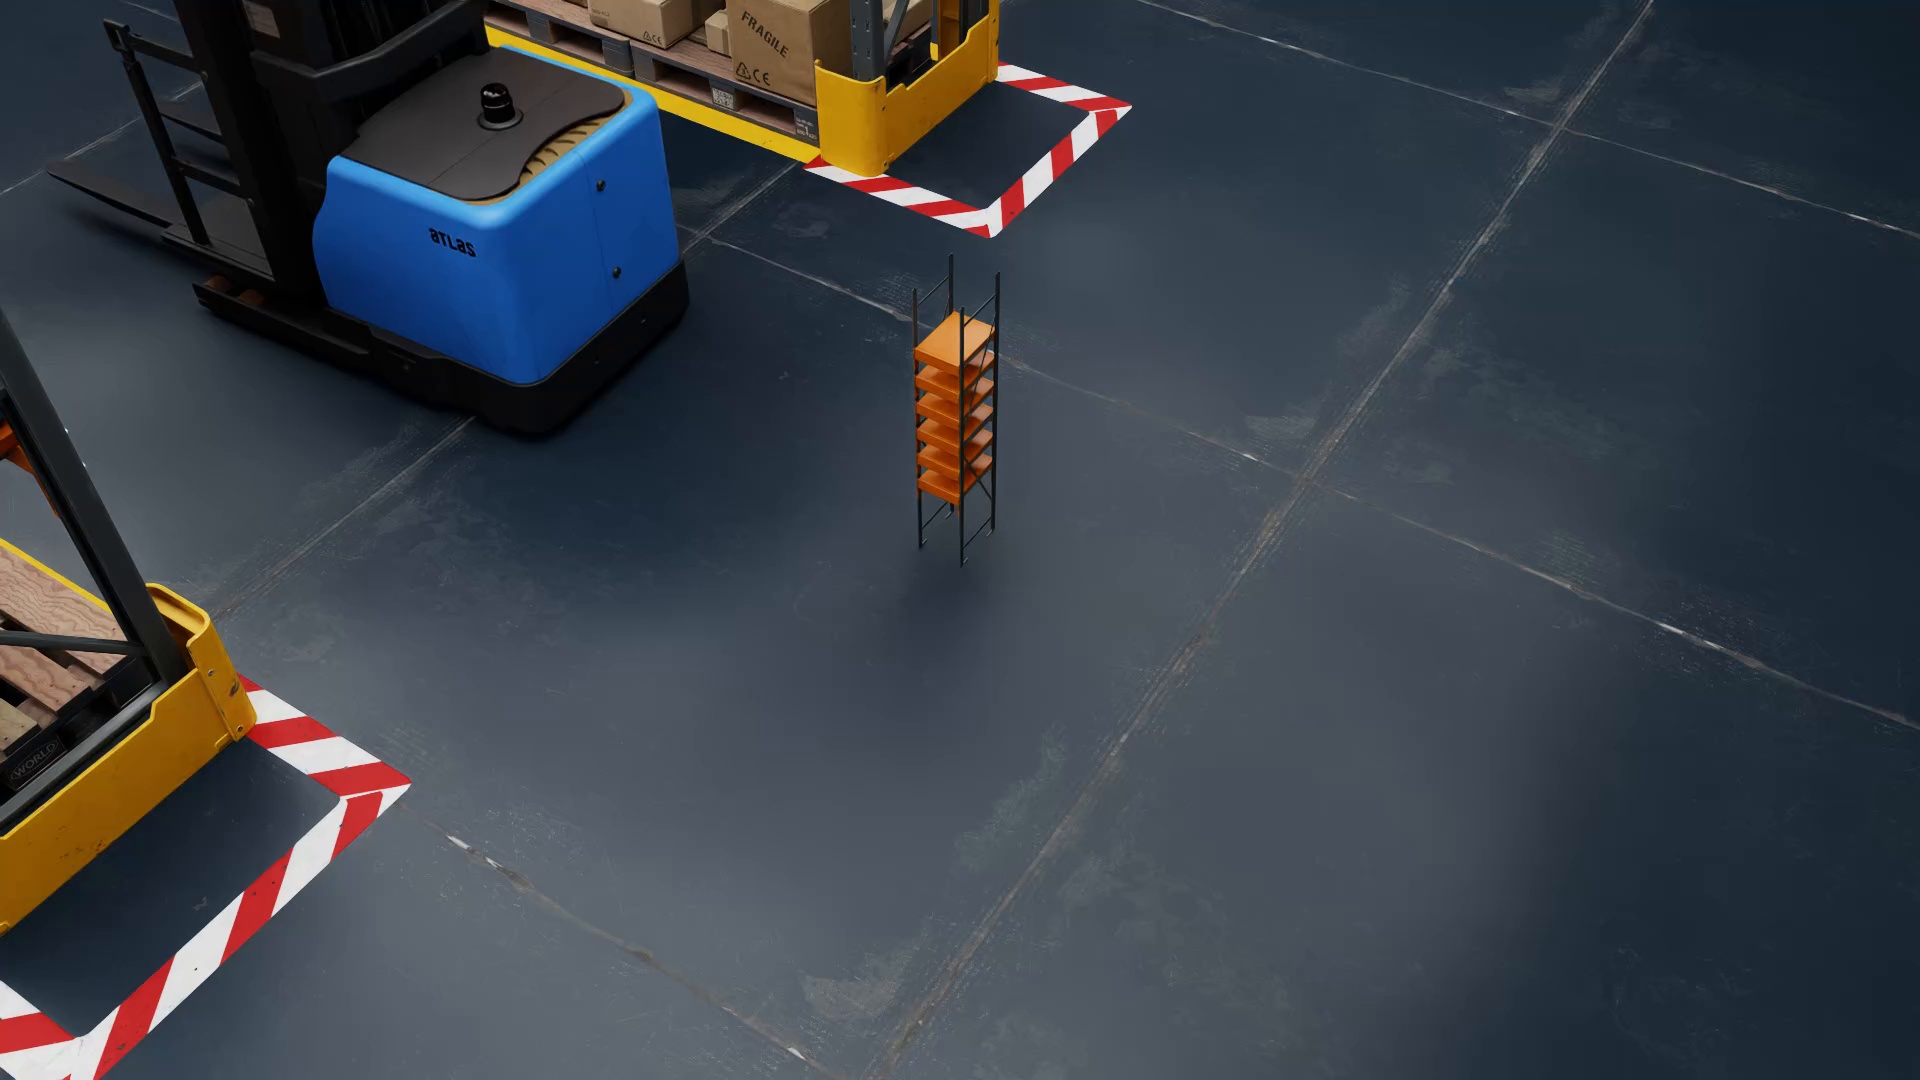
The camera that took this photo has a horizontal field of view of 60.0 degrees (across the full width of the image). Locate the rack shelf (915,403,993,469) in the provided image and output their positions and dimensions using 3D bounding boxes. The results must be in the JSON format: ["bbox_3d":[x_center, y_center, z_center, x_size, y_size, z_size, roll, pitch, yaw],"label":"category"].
[{"bbox_3d":[-0.012,-0.393,5.857,0.180,0.103,0.258,25,51,22],"label":"rack shelf"}]

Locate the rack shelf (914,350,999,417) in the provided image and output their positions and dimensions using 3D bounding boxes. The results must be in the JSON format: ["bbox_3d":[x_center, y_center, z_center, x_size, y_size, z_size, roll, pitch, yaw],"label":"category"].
[{"bbox_3d":[-0.012,-0.560,5.685,0.180,0.103,0.258,25,51,22],"label":"rack shelf"}]

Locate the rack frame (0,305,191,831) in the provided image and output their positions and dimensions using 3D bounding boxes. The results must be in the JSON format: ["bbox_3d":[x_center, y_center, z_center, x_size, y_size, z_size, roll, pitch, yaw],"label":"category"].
[{"bbox_3d":[-2.853,-0.157,4.311,0.127,3.000,1.000,25,51,22],"label":"rack frame"}]

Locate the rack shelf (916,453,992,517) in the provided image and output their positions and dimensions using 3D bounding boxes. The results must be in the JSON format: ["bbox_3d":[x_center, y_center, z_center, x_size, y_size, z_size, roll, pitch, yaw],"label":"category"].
[{"bbox_3d":[-0.012,-0.226,6.029,0.180,0.103,0.258,25,51,22],"label":"rack shelf"}]

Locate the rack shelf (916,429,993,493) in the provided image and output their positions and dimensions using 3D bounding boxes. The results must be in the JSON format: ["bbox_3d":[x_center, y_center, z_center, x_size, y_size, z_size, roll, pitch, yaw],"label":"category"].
[{"bbox_3d":[-0.012,-0.309,5.943,0.180,0.103,0.258,25,51,22],"label":"rack shelf"}]

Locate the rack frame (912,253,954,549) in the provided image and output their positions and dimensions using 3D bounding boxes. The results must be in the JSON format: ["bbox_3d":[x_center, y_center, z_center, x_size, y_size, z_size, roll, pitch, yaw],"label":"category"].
[{"bbox_3d":[-0.089,-0.459,5.860,0.006,1.200,0.240,25,51,22],"label":"rack frame"}]

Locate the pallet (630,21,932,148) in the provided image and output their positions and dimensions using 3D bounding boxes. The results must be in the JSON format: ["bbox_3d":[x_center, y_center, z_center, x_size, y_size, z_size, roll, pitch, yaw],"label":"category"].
[{"bbox_3d":[-0.911,-2.511,8.543,1.213,0.211,1.003,25,51,22],"label":"pallet"}]

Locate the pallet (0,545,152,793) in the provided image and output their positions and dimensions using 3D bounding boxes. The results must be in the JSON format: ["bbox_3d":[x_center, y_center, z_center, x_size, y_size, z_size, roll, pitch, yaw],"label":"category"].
[{"bbox_3d":[-3.526,0.472,5.644,1.213,0.211,1.003,25,51,22],"label":"pallet"}]

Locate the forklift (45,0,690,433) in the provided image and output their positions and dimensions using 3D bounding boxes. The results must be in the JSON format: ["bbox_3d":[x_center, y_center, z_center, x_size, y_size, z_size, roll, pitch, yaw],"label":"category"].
[{"bbox_3d":[-2.696,-2.231,6.375,3.031,2.935,1.130,22,50,20],"label":"forklift"}]

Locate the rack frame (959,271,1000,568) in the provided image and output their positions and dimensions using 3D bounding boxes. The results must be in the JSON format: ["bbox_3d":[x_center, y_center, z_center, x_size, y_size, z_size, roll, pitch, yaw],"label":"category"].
[{"bbox_3d":[0.065,-0.388,5.791,0.006,1.200,0.240,25,51,22],"label":"rack frame"}]

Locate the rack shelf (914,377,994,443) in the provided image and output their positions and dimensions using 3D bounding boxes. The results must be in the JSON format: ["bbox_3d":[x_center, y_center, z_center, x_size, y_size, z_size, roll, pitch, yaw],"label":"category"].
[{"bbox_3d":[-0.012,-0.476,5.771,0.180,0.103,0.258,25,51,22],"label":"rack shelf"}]

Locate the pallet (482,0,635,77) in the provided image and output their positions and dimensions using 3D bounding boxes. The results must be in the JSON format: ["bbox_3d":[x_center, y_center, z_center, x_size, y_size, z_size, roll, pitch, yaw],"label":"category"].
[{"bbox_3d":[-1.934,-2.984,9.003,1.213,0.211,1.003,25,51,22],"label":"pallet"}]

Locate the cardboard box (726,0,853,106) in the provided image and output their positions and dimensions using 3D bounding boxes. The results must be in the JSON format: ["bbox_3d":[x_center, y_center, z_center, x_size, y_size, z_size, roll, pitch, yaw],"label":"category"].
[{"bbox_3d":[-0.766,-2.489,8.014,0.500,0.500,0.500,25,51,22],"label":"cardboard box"}]

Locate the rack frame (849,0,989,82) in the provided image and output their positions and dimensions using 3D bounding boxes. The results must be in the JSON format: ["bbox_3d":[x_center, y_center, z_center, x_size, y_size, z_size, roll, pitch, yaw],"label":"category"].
[{"bbox_3d":[-0.175,-3.145,7.215,0.127,3.000,1.000,25,51,22],"label":"rack frame"}]

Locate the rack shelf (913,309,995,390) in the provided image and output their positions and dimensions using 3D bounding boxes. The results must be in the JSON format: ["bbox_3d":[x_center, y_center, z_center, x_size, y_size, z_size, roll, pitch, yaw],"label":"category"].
[{"bbox_3d":[-0.012,-0.644,5.599,0.180,0.103,0.258,25,51,22],"label":"rack shelf"}]

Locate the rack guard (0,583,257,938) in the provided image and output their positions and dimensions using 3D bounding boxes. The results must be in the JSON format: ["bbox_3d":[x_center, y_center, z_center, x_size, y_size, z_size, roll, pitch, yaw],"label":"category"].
[{"bbox_3d":[-2.825,0.716,5.206,0.348,0.500,1.175,25,51,22],"label":"rack guard"}]

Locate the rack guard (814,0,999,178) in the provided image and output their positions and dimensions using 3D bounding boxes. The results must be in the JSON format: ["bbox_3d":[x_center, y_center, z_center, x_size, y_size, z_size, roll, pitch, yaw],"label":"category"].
[{"bbox_3d":[-0.239,-2.304,8.140,0.348,0.500,1.175,25,51,22],"label":"rack guard"}]

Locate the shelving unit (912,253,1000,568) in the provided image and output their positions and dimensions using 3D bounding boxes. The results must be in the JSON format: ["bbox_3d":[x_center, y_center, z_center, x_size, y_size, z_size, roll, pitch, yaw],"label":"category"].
[{"bbox_3d":[-0.012,-0.424,5.825,0.189,1.200,0.258,25,51,22],"label":"shelving unit"}]

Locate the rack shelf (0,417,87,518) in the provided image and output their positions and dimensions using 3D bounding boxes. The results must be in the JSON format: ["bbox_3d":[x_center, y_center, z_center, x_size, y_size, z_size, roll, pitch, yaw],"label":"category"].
[{"bbox_3d":[-4.536,-0.680,5.321,4.000,0.370,1.077,25,51,22],"label":"rack shelf"}]

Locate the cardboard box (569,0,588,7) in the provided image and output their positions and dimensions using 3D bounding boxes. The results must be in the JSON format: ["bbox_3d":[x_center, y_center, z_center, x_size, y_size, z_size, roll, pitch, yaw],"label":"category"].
[{"bbox_3d":[-1.958,-3.253,8.754,0.637,0.503,0.797,25,51,22],"label":"cardboard box"}]

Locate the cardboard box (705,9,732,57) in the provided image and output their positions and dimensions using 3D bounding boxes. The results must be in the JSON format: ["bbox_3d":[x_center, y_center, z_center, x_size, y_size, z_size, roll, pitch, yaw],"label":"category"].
[{"bbox_3d":[-1.058,-2.584,8.339,0.250,0.166,0.380,25,51,22],"label":"cardboard box"}]

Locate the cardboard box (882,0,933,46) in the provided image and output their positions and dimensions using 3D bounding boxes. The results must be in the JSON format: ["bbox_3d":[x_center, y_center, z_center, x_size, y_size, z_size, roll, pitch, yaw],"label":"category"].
[{"bbox_3d":[-0.342,-2.675,8.439,0.250,0.149,0.380,25,51,22],"label":"cardboard box"}]

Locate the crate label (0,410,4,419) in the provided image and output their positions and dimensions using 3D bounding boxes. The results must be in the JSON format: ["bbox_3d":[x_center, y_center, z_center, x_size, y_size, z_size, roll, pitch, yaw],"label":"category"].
[{"bbox_3d":[-2.883,-0.414,4.635,0.303,0.233,0.416,25,51,22],"label":"crate label"}]

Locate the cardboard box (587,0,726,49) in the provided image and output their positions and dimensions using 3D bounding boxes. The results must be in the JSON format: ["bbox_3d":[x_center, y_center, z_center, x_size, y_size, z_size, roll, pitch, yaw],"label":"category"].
[{"bbox_3d":[-1.549,-2.788,8.478,0.500,0.250,0.500,25,51,22],"label":"cardboard box"}]
